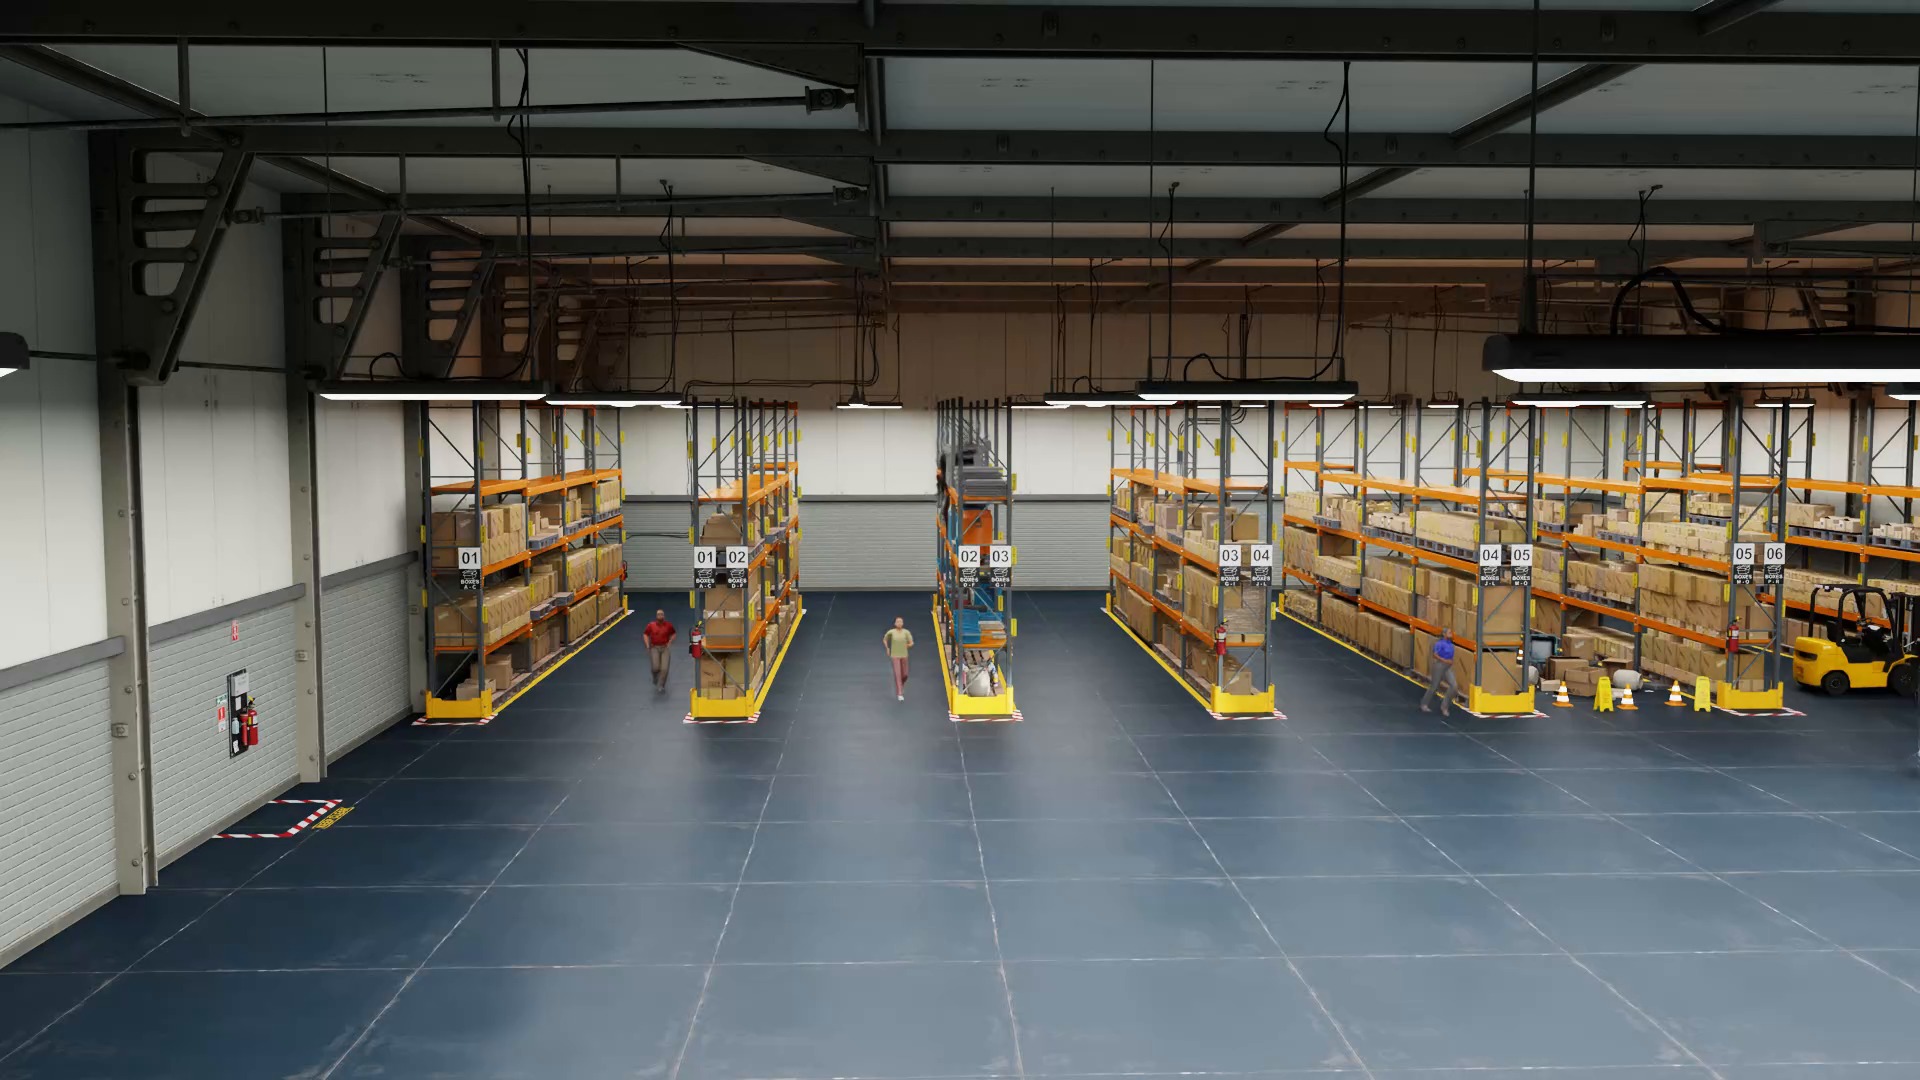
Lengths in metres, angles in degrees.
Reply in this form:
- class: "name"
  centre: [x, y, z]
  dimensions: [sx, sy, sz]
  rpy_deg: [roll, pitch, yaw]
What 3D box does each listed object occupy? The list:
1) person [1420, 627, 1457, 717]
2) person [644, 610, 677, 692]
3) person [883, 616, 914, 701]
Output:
- class: "person"
  centre: [9.125, 2.488, 31.462]
  dimensions: [0.592, 1.666, 0.673]
  rpy_deg: [-3, 5, -31]
- class: "person"
  centre: [-6.126, 2.262, 34.013]
  dimensions: [0.663, 1.673, 0.600]
  rpy_deg: [-1, 5, -14]
- class: "person"
  centre: [-1.214, 2.334, 33.131]
  dimensions: [0.589, 1.643, 0.895]
  rpy_deg: [-1, 5, -12]
